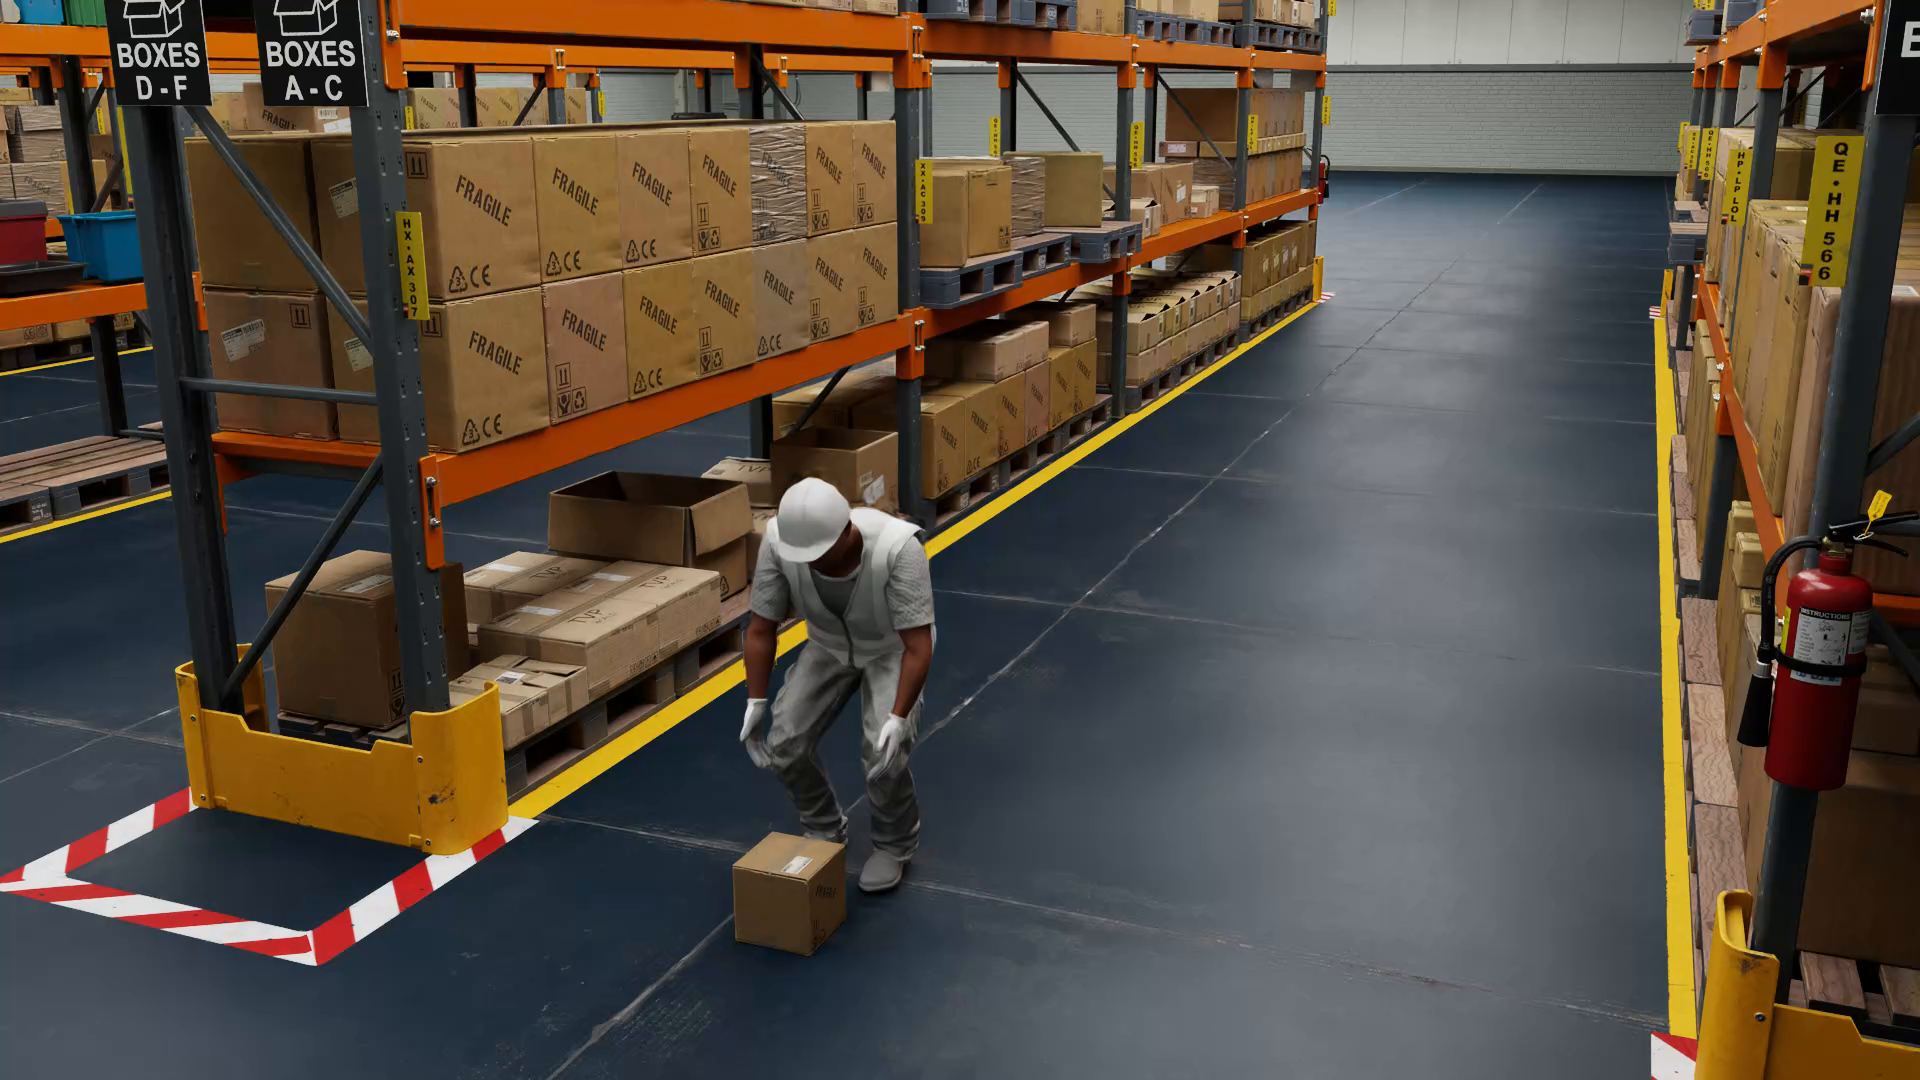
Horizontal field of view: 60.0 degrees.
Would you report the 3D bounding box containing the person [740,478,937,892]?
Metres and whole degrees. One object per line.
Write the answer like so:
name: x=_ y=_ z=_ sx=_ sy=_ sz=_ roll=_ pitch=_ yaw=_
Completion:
person: x=-0.328 y=0.421 z=5.209 sx=0.613 sy=1.380 sz=0.789 roll=6 pitch=16 yaw=21
